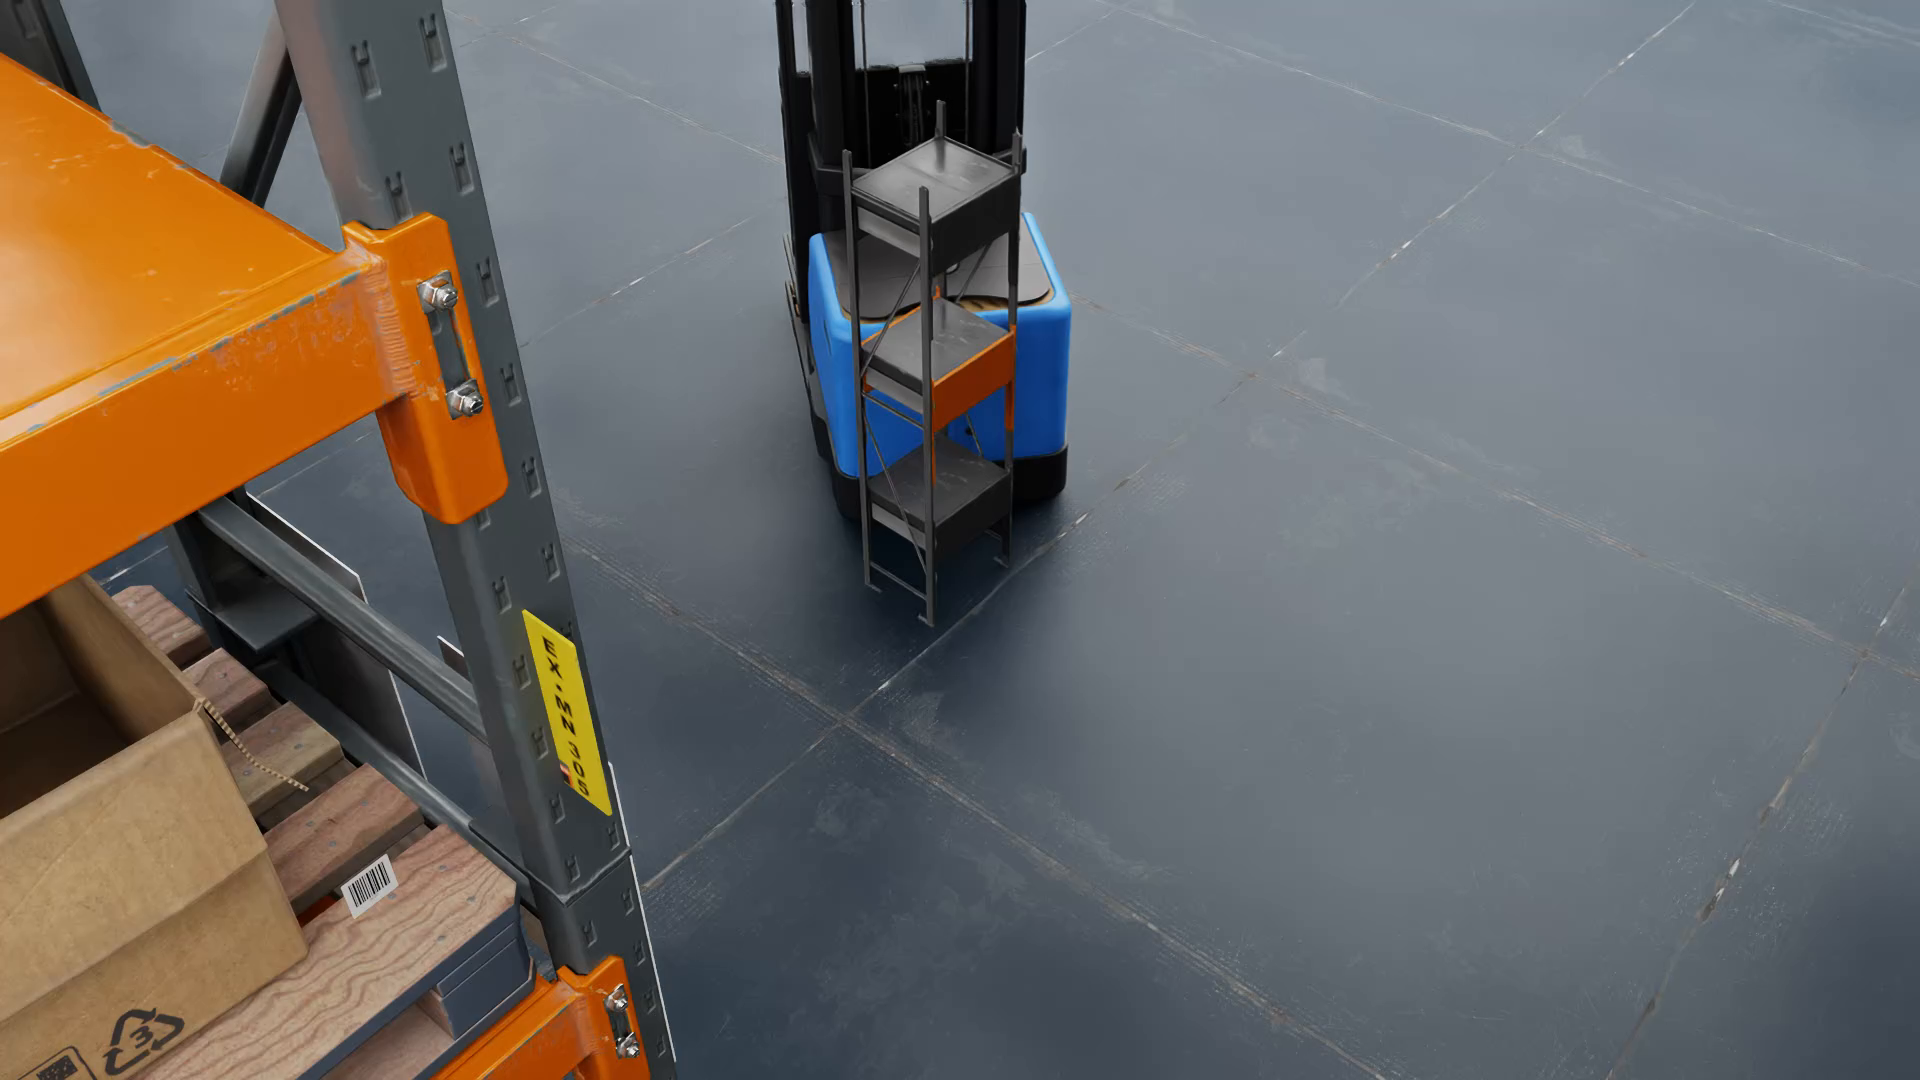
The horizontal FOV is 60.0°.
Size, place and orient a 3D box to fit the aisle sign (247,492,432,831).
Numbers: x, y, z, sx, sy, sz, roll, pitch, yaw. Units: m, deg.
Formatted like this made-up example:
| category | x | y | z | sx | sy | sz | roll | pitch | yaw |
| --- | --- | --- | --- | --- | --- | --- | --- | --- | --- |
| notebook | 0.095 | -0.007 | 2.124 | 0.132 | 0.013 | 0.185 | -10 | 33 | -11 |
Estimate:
| category | x | y | z | sx | sy | sz | roll | pitch | yaw |
| --- | --- | --- | --- | --- | --- | --- | --- | --- | --- |
| aisle sign | -1.101 | 0.263 | 2.981 | 0.394 | 0.787 | 0.004 | 29 | 50 | 28 |

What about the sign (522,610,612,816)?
| category | x | y | z | sx | sy | sz | roll | pitch | yaw |
| --- | --- | --- | --- | --- | --- | --- | --- | --- | --- |
| sign | -0.502 | 0.225 | 2.126 | 0.100 | 0.325 | 0.005 | 29 | 50 | 28 |

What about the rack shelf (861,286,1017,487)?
| category | x | y | z | sx | sy | sz | roll | pitch | yaw |
| --- | --- | --- | --- | --- | --- | --- | --- | --- | --- |
| rack shelf | -0.096 | -0.608 | 6.561 | 0.431 | 0.518 | 0.480 | 31 | 51 | 30 |

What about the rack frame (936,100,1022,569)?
| category | x | y | z | sx | sy | sz | roll | pitch | yaw |
| --- | --- | --- | --- | --- | --- | --- | --- | --- | --- |
| rack frame | 0.067 | -0.741 | 6.686 | 0.400 | 2.100 | 0.015 | 31 | 51 | 30 |

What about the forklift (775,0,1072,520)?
| category | x | y | z | sx | sy | sz | roll | pitch | yaw |
| --- | --- | --- | --- | --- | --- | --- | --- | --- | --- |
| forklift | -0.300 | -2.174 | 7.645 | 1.130 | 2.935 | 3.031 | -7 | 43 | -8 |

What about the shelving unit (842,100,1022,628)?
| category | x | y | z | sx | sy | sz | roll | pitch | yaw |
| --- | --- | --- | --- | --- | --- | --- | --- | --- | --- |
| shelving unit | -0.096 | -0.618 | 6.551 | 0.431 | 2.100 | 0.503 | 31 | 51 | 30 |

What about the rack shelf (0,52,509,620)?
| category | x | y | z | sx | sy | sz | roll | pitch | yaw |
| --- | --- | --- | --- | --- | --- | --- | --- | --- | --- |
| rack shelf | -2.196 | 0.616 | 0.898 | 1.077 | 0.370 | 4.000 | 29 | 50 | 28 |

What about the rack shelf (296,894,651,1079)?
| category | x | y | z | sx | sy | sz | roll | pitch | yaw |
| --- | --- | --- | --- | --- | --- | --- | --- | --- | --- |
| rack shelf | -2.196 | 1.577 | 1.773 | 1.077 | 0.370 | 4.000 | 29 | 50 | 28 |

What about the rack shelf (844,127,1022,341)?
| category | x | y | z | sx | sy | sz | roll | pitch | yaw |
| --- | --- | --- | --- | --- | --- | --- | --- | --- | --- |
| rack shelf | -0.096 | -1.126 | 6.090 | 0.431 | 0.518 | 0.480 | 31 | 51 | 30 |

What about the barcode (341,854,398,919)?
| category | x | y | z | sx | sy | sz | roll | pitch | yaw |
| --- | --- | --- | --- | --- | --- | --- | --- | --- | --- |
| barcode | -0.733 | 0.431 | 2.068 | 0.001 | 0.075 | 0.075 | 29 | 50 | 28 |

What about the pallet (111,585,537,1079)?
| category | x | y | z | sx | sy | sz | roll | pitch | yaw |
| --- | --- | --- | --- | --- | --- | --- | --- | --- | --- |
| pallet | -1.383 | 0.667 | 2.305 | 1.003 | 0.211 | 1.213 | 29 | 50 | 28 |

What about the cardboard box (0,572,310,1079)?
| category | x | y | z | sx | sy | sz | roll | pitch | yaw |
| --- | --- | --- | --- | --- | --- | --- | --- | --- | --- |
| cardboard box | -1.281 | 0.330 | 2.117 | 0.797 | 0.503 | 0.637 | 33 | 52 | 31 |

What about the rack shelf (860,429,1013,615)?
| category | x | y | z | sx | sy | sz | roll | pitch | yaw |
| --- | --- | --- | --- | --- | --- | --- | --- | --- | --- |
| rack shelf | -0.096 | -0.090 | 7.032 | 0.431 | 0.518 | 0.480 | 31 | 51 | 30 |

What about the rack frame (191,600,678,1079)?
| category | x | y | z | sx | sy | sz | roll | pitch | yaw |
| --- | --- | --- | --- | --- | --- | --- | --- | --- | --- |
| rack frame | -0.908 | 1.391 | 3.673 | 1.000 | 3.000 | 0.127 | 29 | 50 | 28 |

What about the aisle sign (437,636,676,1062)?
| category | x | y | z | sx | sy | sz | roll | pitch | yaw |
| --- | --- | --- | --- | --- | --- | --- | --- | --- | --- |
| aisle sign | -0.641 | 0.523 | 2.695 | 0.394 | 0.787 | 0.004 | 29 | 50 | 28 |

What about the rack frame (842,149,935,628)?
| category | x | y | z | sx | sy | sz | roll | pitch | yaw |
| --- | --- | --- | --- | --- | --- | --- | --- | --- | --- |
| rack frame | -0.258 | -0.496 | 6.417 | 0.400 | 2.100 | 0.015 | 31 | 51 | 30 |

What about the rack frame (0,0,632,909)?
| category | x | y | z | sx | sy | sz | roll | pitch | yaw |
| --- | --- | --- | --- | --- | --- | --- | --- | --- | --- |
| rack frame | -0.908 | -0.828 | 1.654 | 1.000 | 3.000 | 0.127 | 29 | 50 | 28 |
